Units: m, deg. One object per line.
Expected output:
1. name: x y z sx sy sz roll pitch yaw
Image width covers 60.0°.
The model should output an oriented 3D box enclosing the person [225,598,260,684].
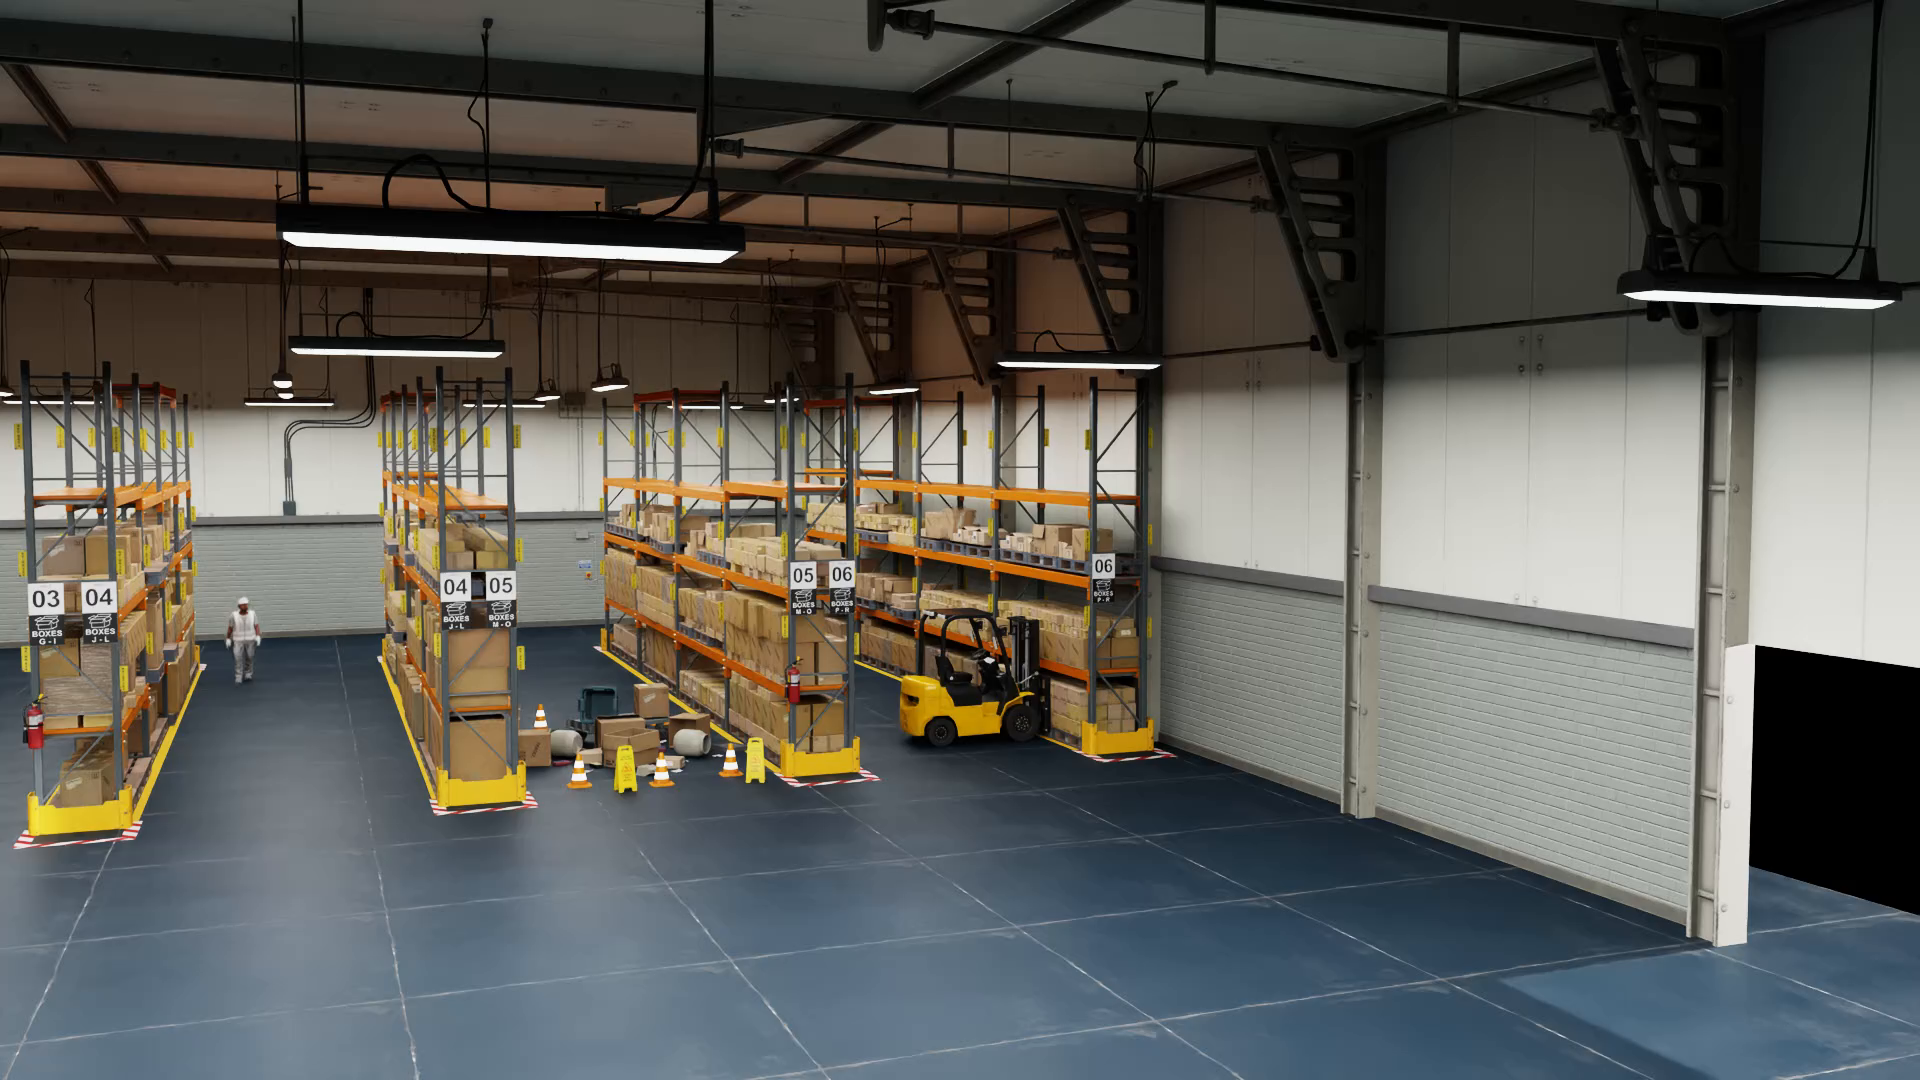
1. person: -14.748 2.049 34.200 0.651 1.715 1.054 -2 4 -26
